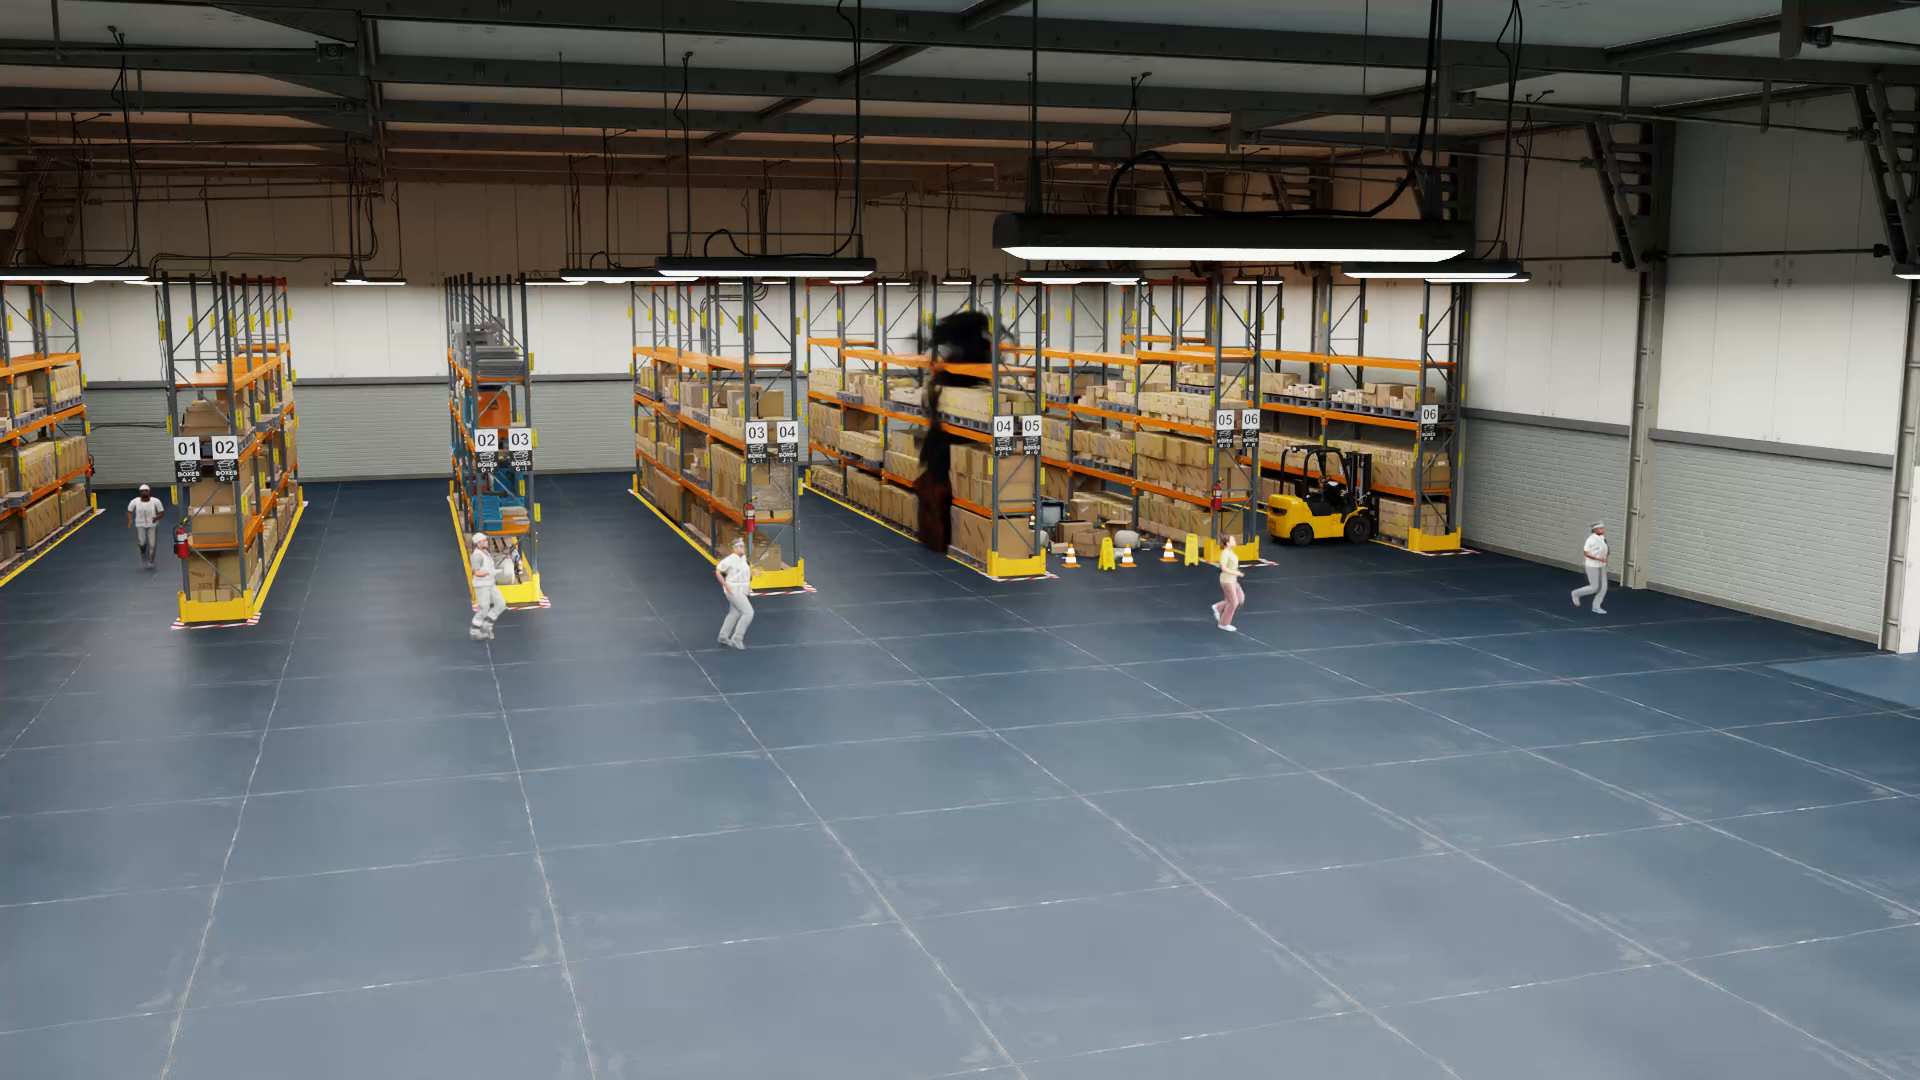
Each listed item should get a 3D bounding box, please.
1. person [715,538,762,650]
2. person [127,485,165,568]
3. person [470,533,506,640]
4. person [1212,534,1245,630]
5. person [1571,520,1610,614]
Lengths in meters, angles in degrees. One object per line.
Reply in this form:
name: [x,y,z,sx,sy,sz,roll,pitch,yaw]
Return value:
person: [-3.543,0.869,26.653,0.752,1.836,0.626,2,9,11]
person: [-16.745,-0.281,34.226,0.705,1.722,0.578,-4,9,-24]
person: [-7.707,0.767,27.139,0.648,1.789,0.634,1,9,7]
person: [4.524,0.706,28.037,0.560,1.636,0.617,3,9,21]
person: [11.258,0.458,29.542,0.578,1.664,0.684,-7,11,-40]
